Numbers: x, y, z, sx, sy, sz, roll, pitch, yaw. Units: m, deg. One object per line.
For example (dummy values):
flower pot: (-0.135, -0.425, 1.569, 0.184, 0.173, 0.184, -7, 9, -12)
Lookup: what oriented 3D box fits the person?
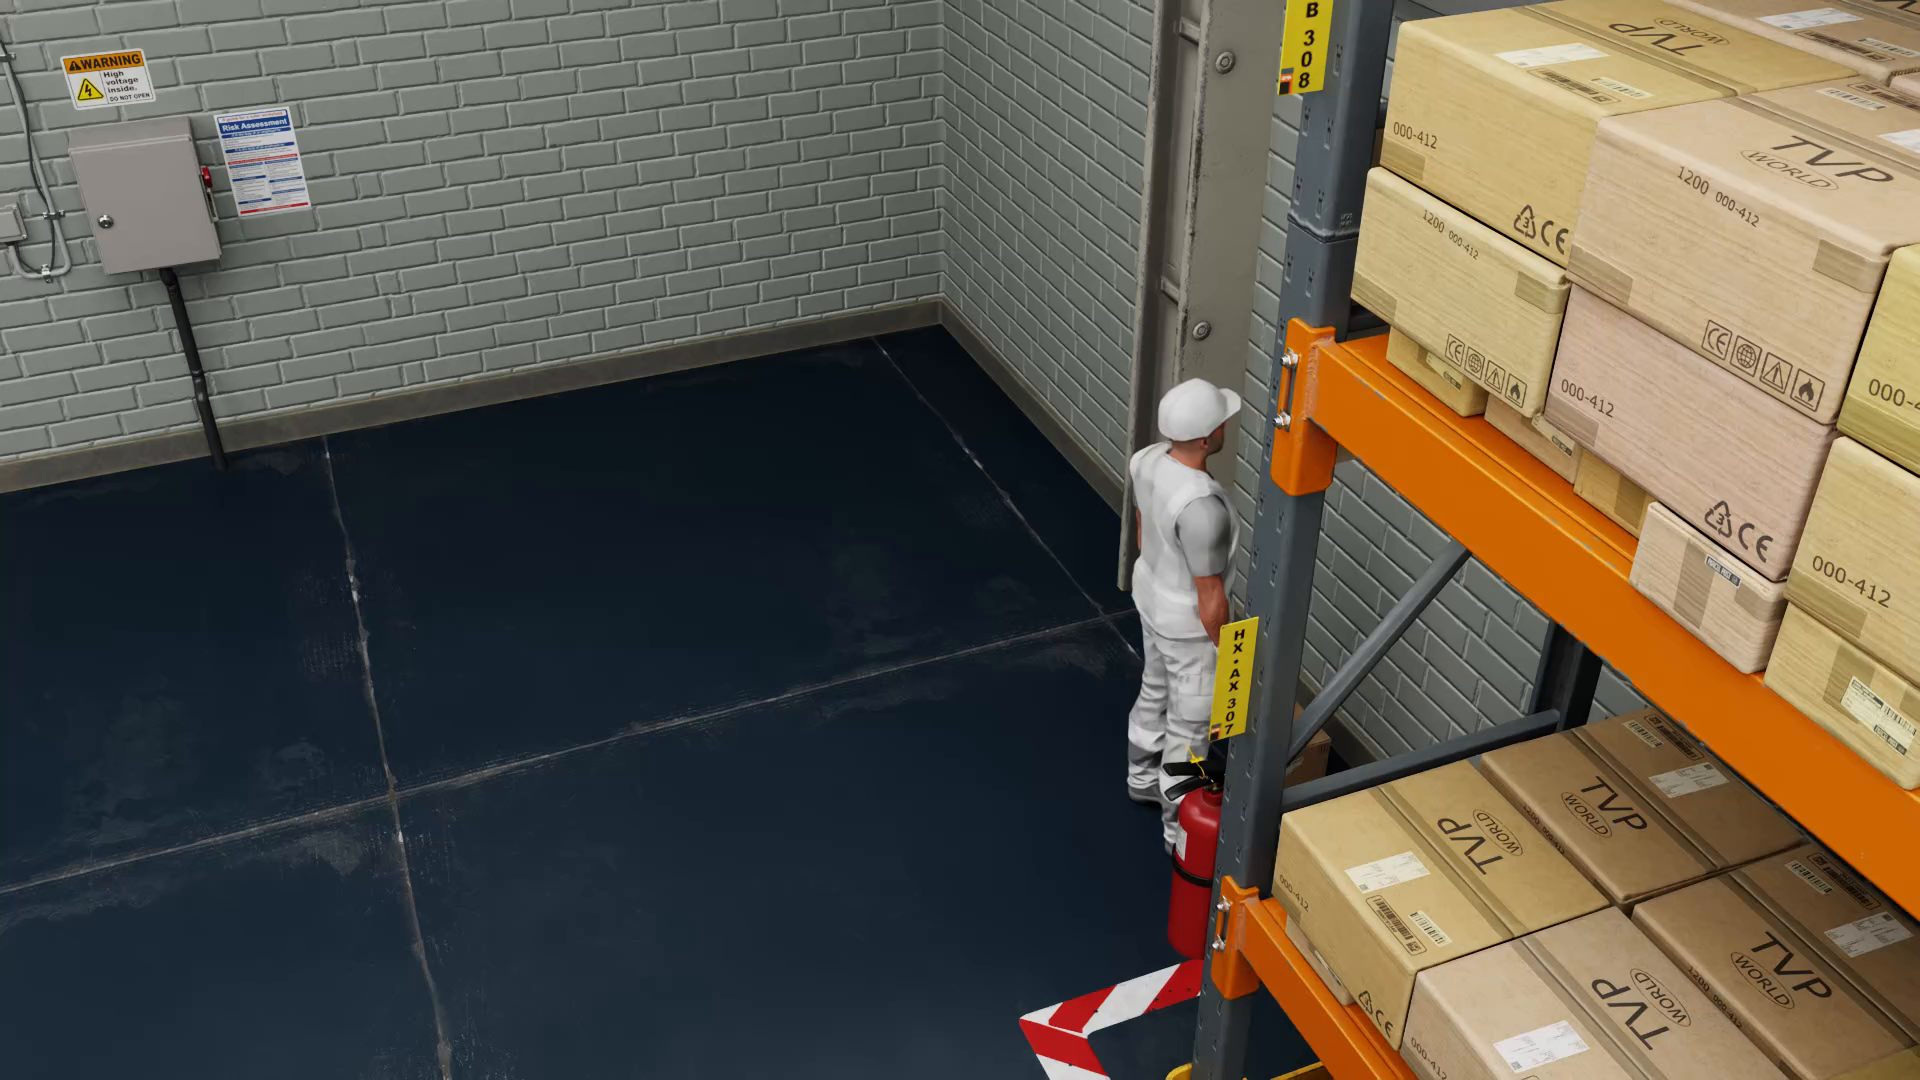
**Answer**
person: (0.792, 0.276, 5.708, 0.382, 1.748, 0.587, -8, 34, -13)
